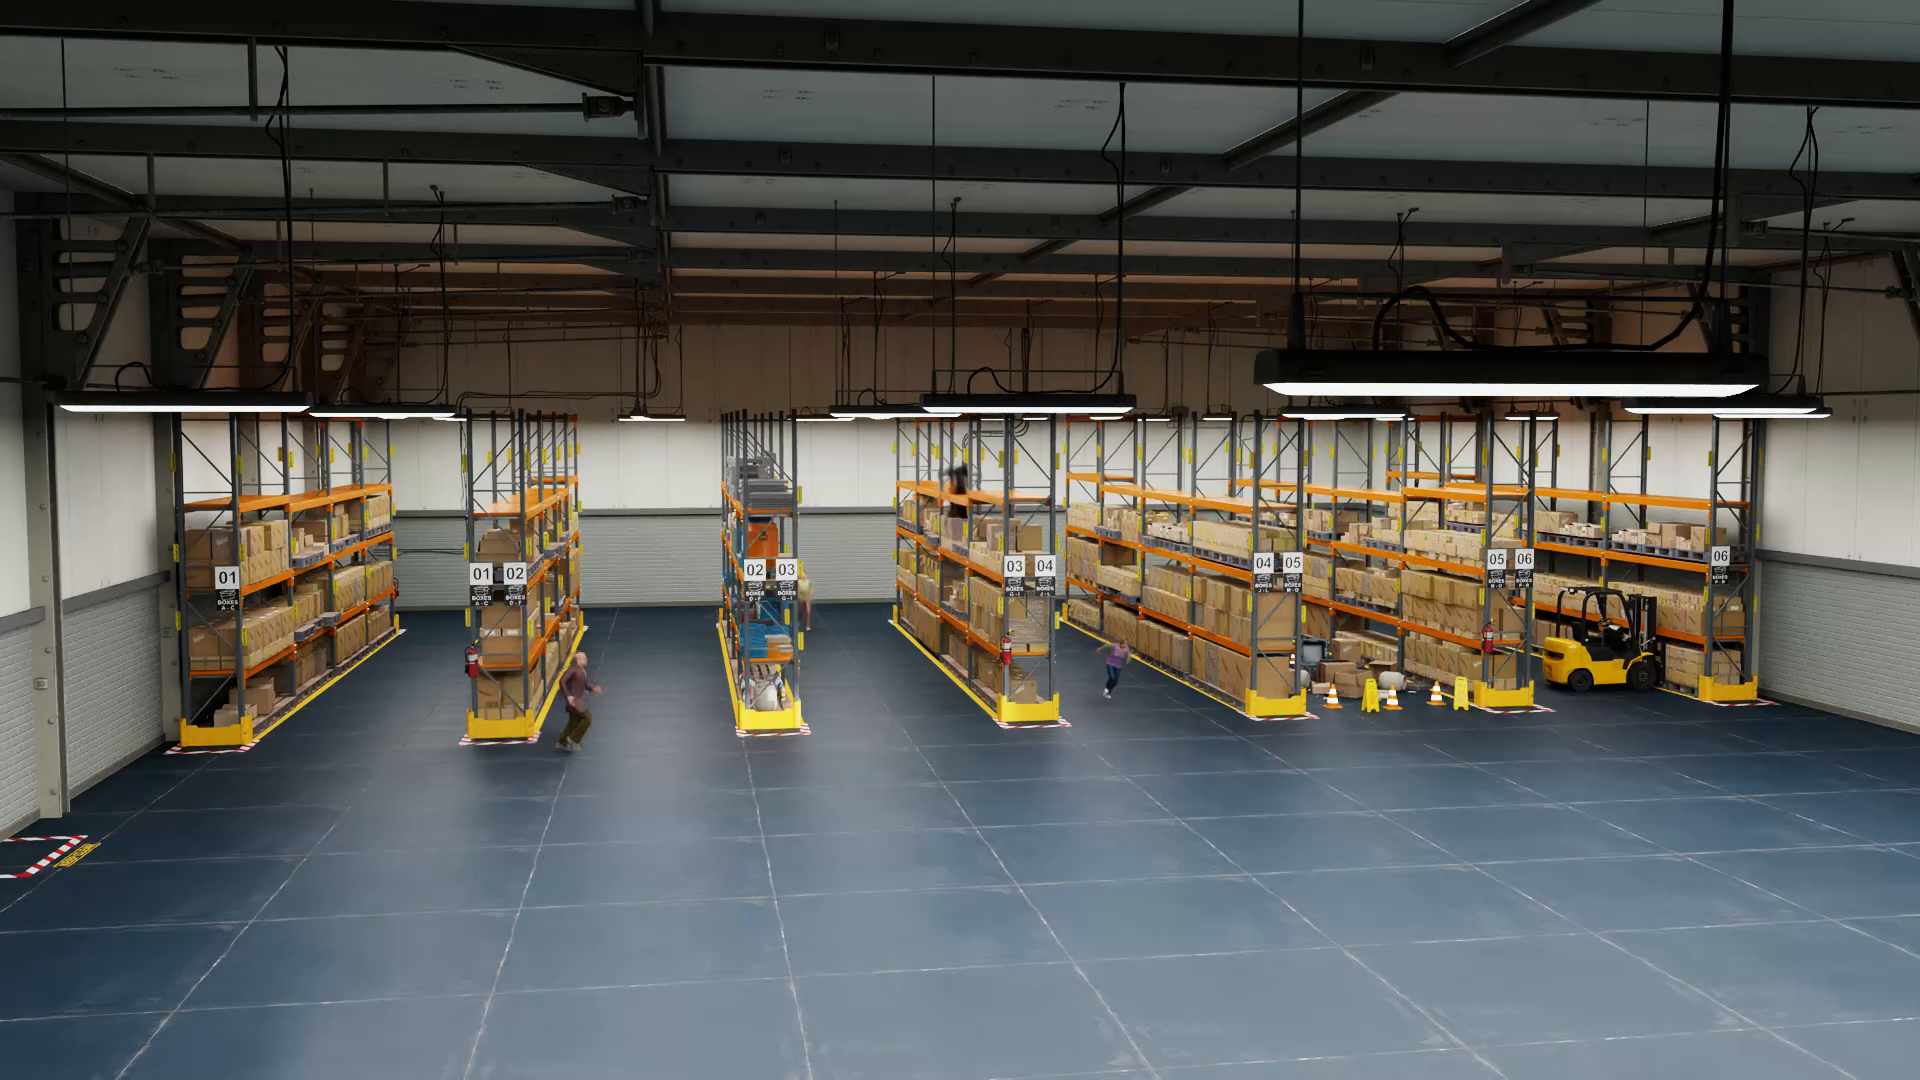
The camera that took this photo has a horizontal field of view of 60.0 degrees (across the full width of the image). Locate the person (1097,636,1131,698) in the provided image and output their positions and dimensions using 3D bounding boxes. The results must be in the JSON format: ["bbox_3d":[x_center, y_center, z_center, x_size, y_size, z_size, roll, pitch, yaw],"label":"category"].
[{"bbox_3d":[3.224,2.635,34.361,0.552,1.359,0.919,-1,4,-16],"label":"person"}]

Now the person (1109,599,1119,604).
[{"bbox_3d":[4.529,1.422,49.489,0.501,1.706,0.705,3,5,38],"label":"person"}]

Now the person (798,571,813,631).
[{"bbox_3d":[-4.331,1.673,46.152,0.587,1.643,0.903,-2,4,-21],"label":"person"}]

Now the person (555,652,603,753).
[{"bbox_3d":[-6.675,2.842,29.026,0.827,1.780,0.655,0,4,6],"label":"person"}]
